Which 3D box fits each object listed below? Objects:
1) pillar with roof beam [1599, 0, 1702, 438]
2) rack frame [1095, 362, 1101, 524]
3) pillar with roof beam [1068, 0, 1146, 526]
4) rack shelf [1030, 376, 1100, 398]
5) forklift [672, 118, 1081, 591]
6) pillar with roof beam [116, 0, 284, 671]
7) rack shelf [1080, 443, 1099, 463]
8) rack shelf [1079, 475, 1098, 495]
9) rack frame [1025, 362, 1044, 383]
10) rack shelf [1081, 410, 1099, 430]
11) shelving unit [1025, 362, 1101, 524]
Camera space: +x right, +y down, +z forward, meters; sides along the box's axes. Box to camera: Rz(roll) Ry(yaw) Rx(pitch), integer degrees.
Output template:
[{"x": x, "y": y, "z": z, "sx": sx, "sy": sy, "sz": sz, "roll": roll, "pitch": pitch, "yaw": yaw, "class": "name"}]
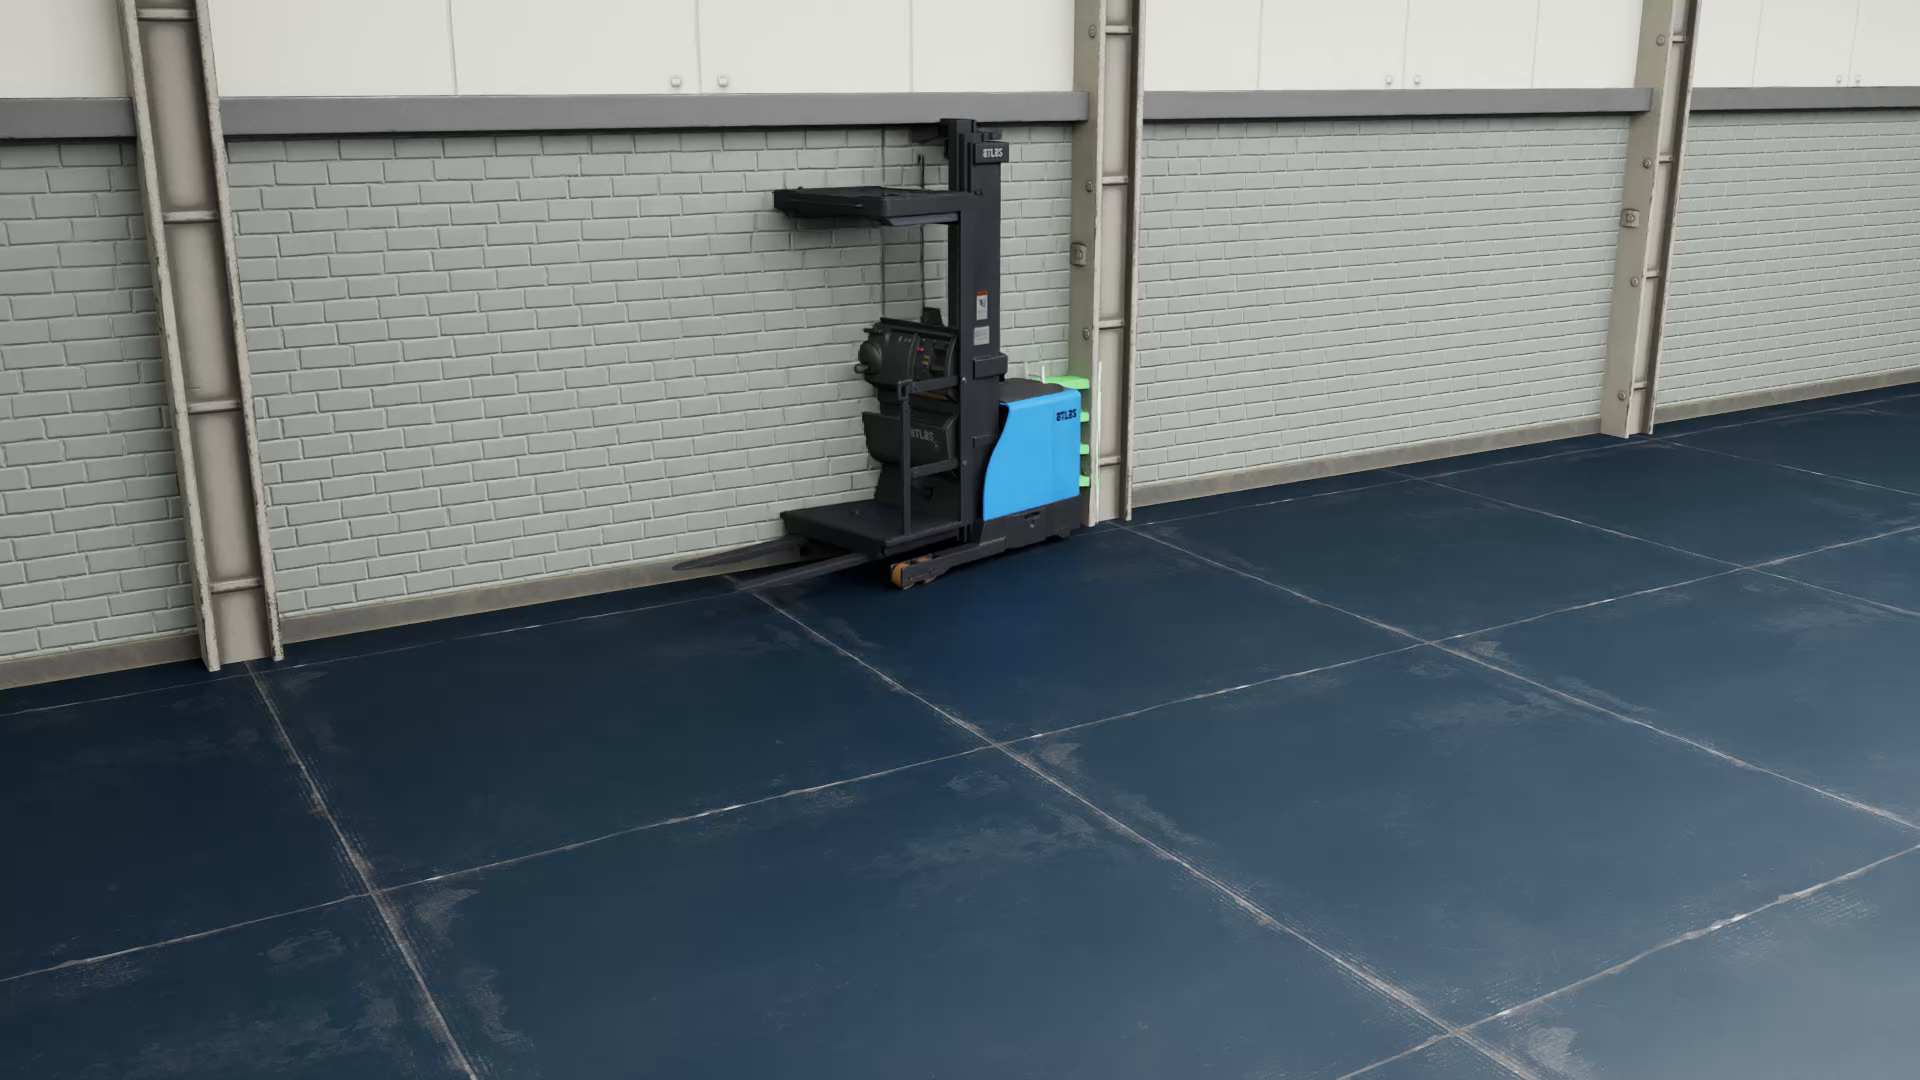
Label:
[{"x": 8.400, "y": -4.333, "z": 10.695, "sx": 0.400, "sy": 9.000, "sz": 9.100, "roll": -9, "pitch": 18, "yaw": -30, "class": "pillar with roof beam"}, {"x": 0.955, "y": -0.726, "z": 12.255, "sx": 0.015, "sy": 1.200, "sz": 0.240, "roll": -7, "pitch": 15, "yaw": -29, "class": "rack frame"}, {"x": 3.257, "y": -3.499, "z": 7.720, "sx": 0.400, "sy": 9.000, "sz": 9.100, "roll": -9, "pitch": 18, "yaw": -30, "class": "pillar with roof beam"}, {"x": 0.744, "y": -1.104, "z": 12.042, "sx": 0.480, "sy": 0.148, "sz": 0.258, "roll": -7, "pitch": 15, "yaw": -29, "class": "rack shelf"}, {"x": -0.519, "y": -1.250, "z": 10.940, "sx": 1.130, "sy": 2.935, "sz": 3.031, "roll": 15, "pitch": 21, "yaw": 42, "class": "forklift"}, {"x": -1.887, "y": -2.665, "z": 4.744, "sx": 0.400, "sy": 9.000, "sz": 9.100, "roll": -9, "pitch": 18, "yaw": -30, "class": "pillar with roof beam"}, {"x": 0.743, "y": -0.637, "z": 12.151, "sx": 0.480, "sy": 0.148, "sz": 0.258, "roll": -7, "pitch": 15, "yaw": -29, "class": "rack shelf"}, {"x": 0.742, "y": -0.403, "z": 12.205, "sx": 0.480, "sy": 0.148, "sz": 0.258, "roll": -7, "pitch": 15, "yaw": -29, "class": "rack shelf"}, {"x": 0.531, "y": -0.672, "z": 12.018, "sx": 0.015, "sy": 1.200, "sz": 0.240, "roll": -7, "pitch": 15, "yaw": -29, "class": "rack frame"}, {"x": 0.743, "y": -0.870, "z": 12.097, "sx": 0.480, "sy": 0.148, "sz": 0.258, "roll": -7, "pitch": 15, "yaw": -29, "class": "rack shelf"}, {"x": 0.743, "y": -0.699, "z": 12.136, "sx": 0.503, "sy": 1.200, "sz": 0.258, "roll": -7, "pitch": 15, "yaw": -29, "class": "shelving unit"}]
